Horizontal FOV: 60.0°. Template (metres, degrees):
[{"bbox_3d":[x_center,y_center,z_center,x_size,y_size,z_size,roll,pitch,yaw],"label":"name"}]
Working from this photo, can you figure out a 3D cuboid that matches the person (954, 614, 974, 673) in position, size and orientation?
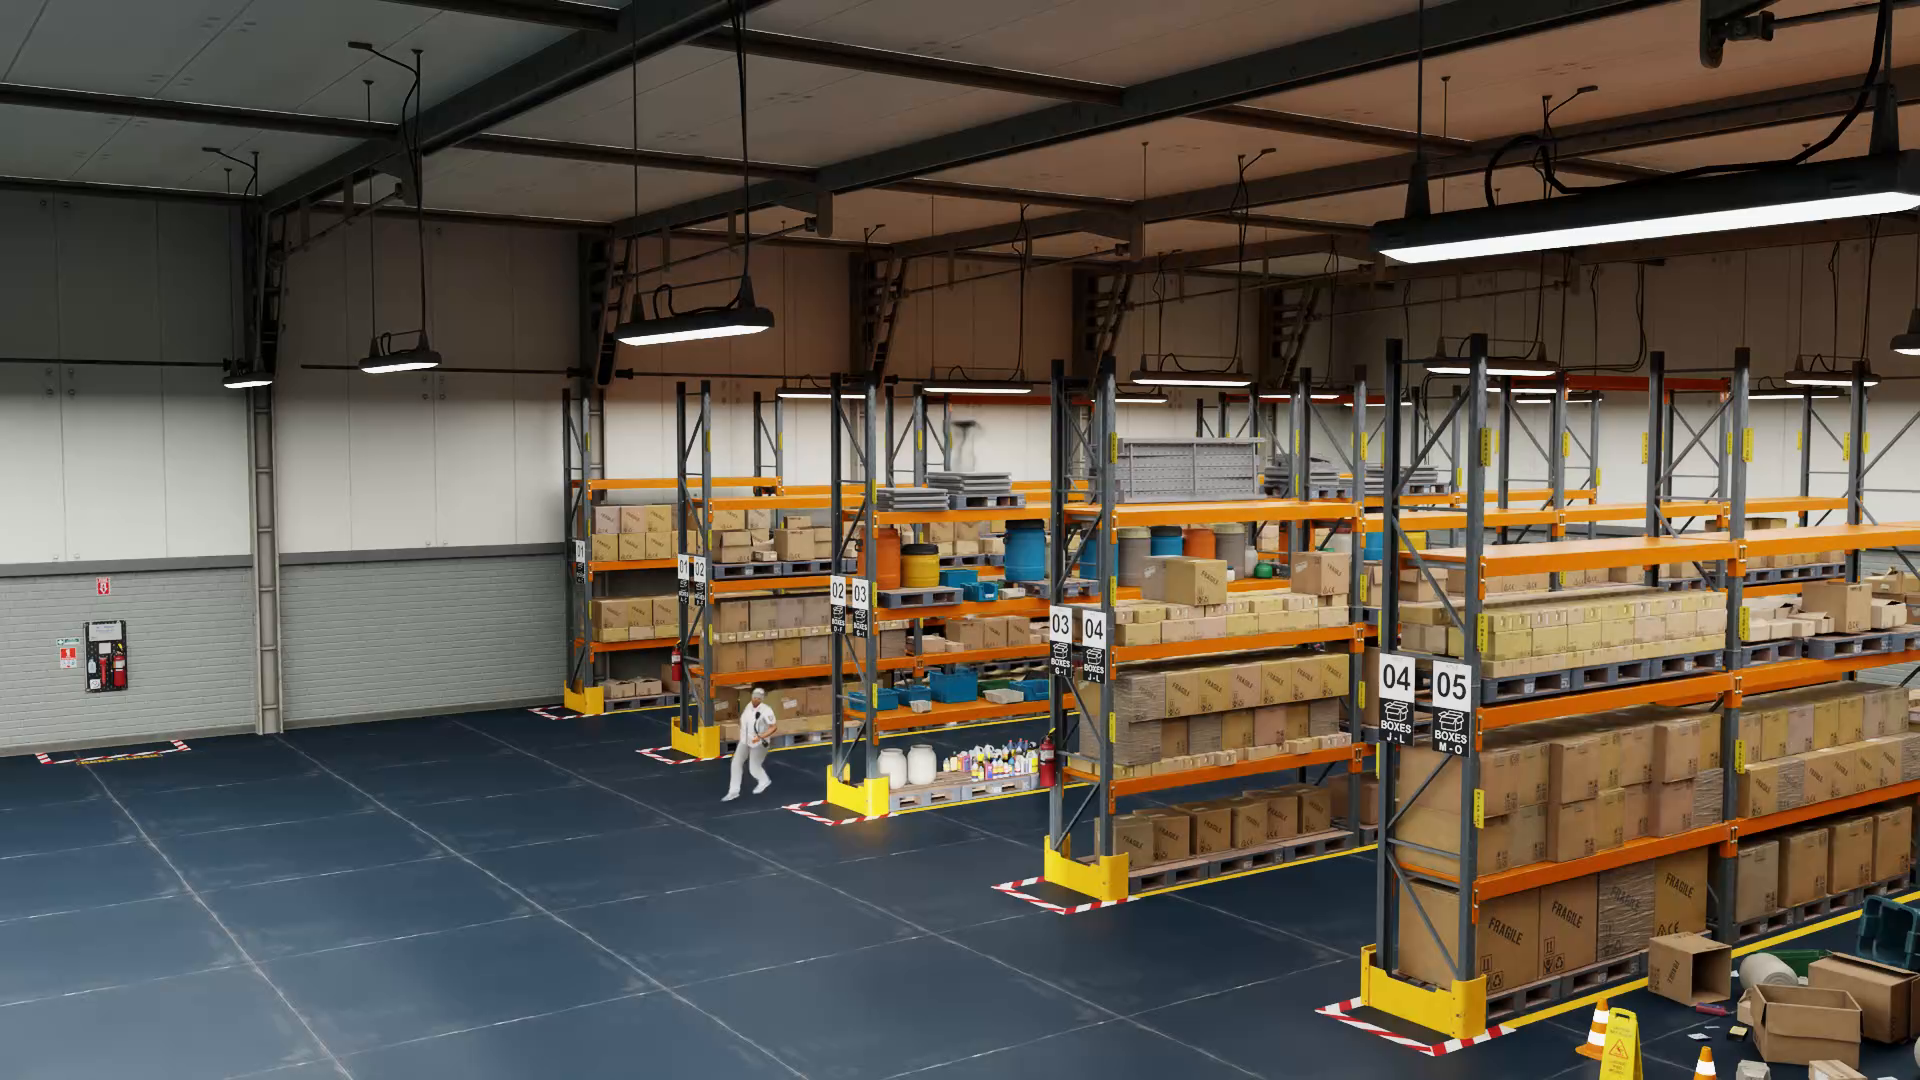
[{"bbox_3d":[0.165,2.251,32.110,0.598,1.726,0.702,-2,4,-29],"label":"person"}]

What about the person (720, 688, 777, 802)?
[{"bbox_3d":[-2.861,2.867,23.442,0.737,1.627,0.812,2,4,31],"label":"person"}]
